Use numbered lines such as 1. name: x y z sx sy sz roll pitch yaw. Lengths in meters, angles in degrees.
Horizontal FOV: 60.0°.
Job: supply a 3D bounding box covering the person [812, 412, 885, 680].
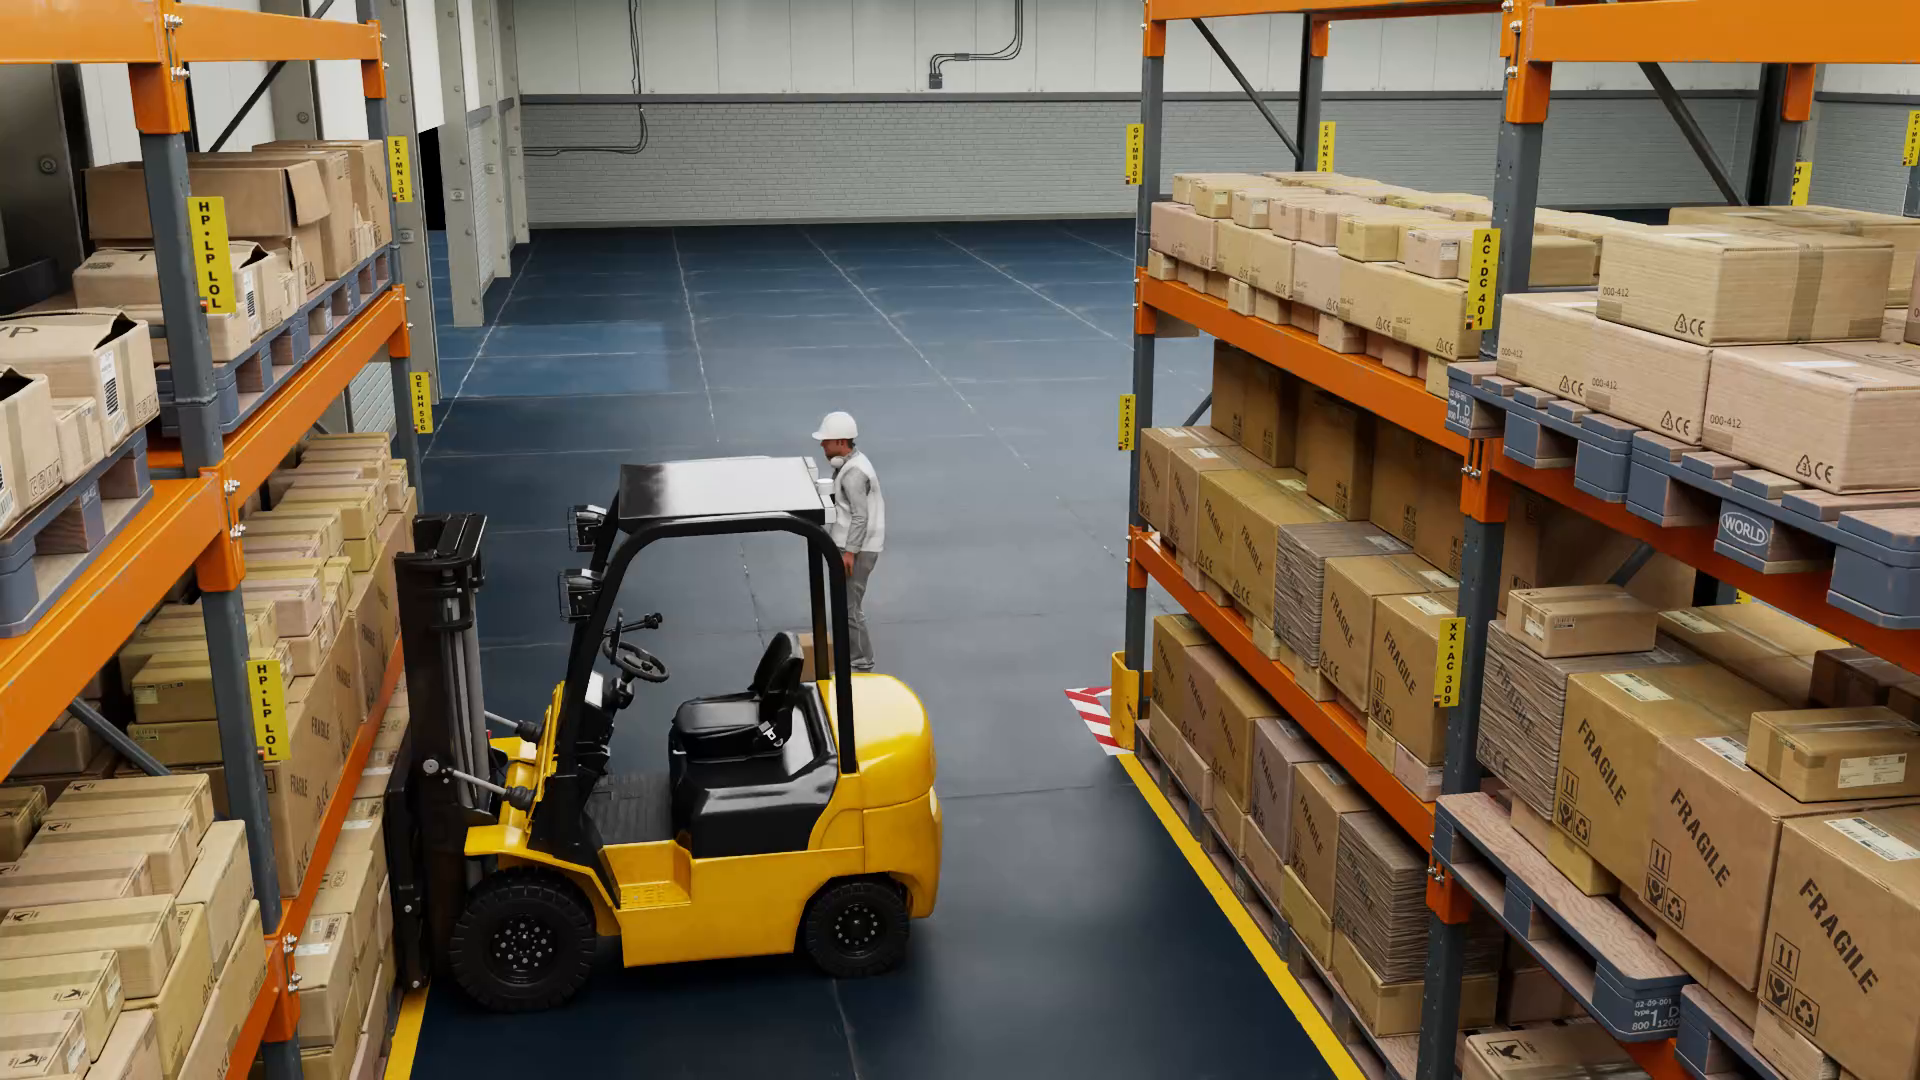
1. person: -0.723 0.028 10.892 0.460 1.772 0.581 -3 16 -10
